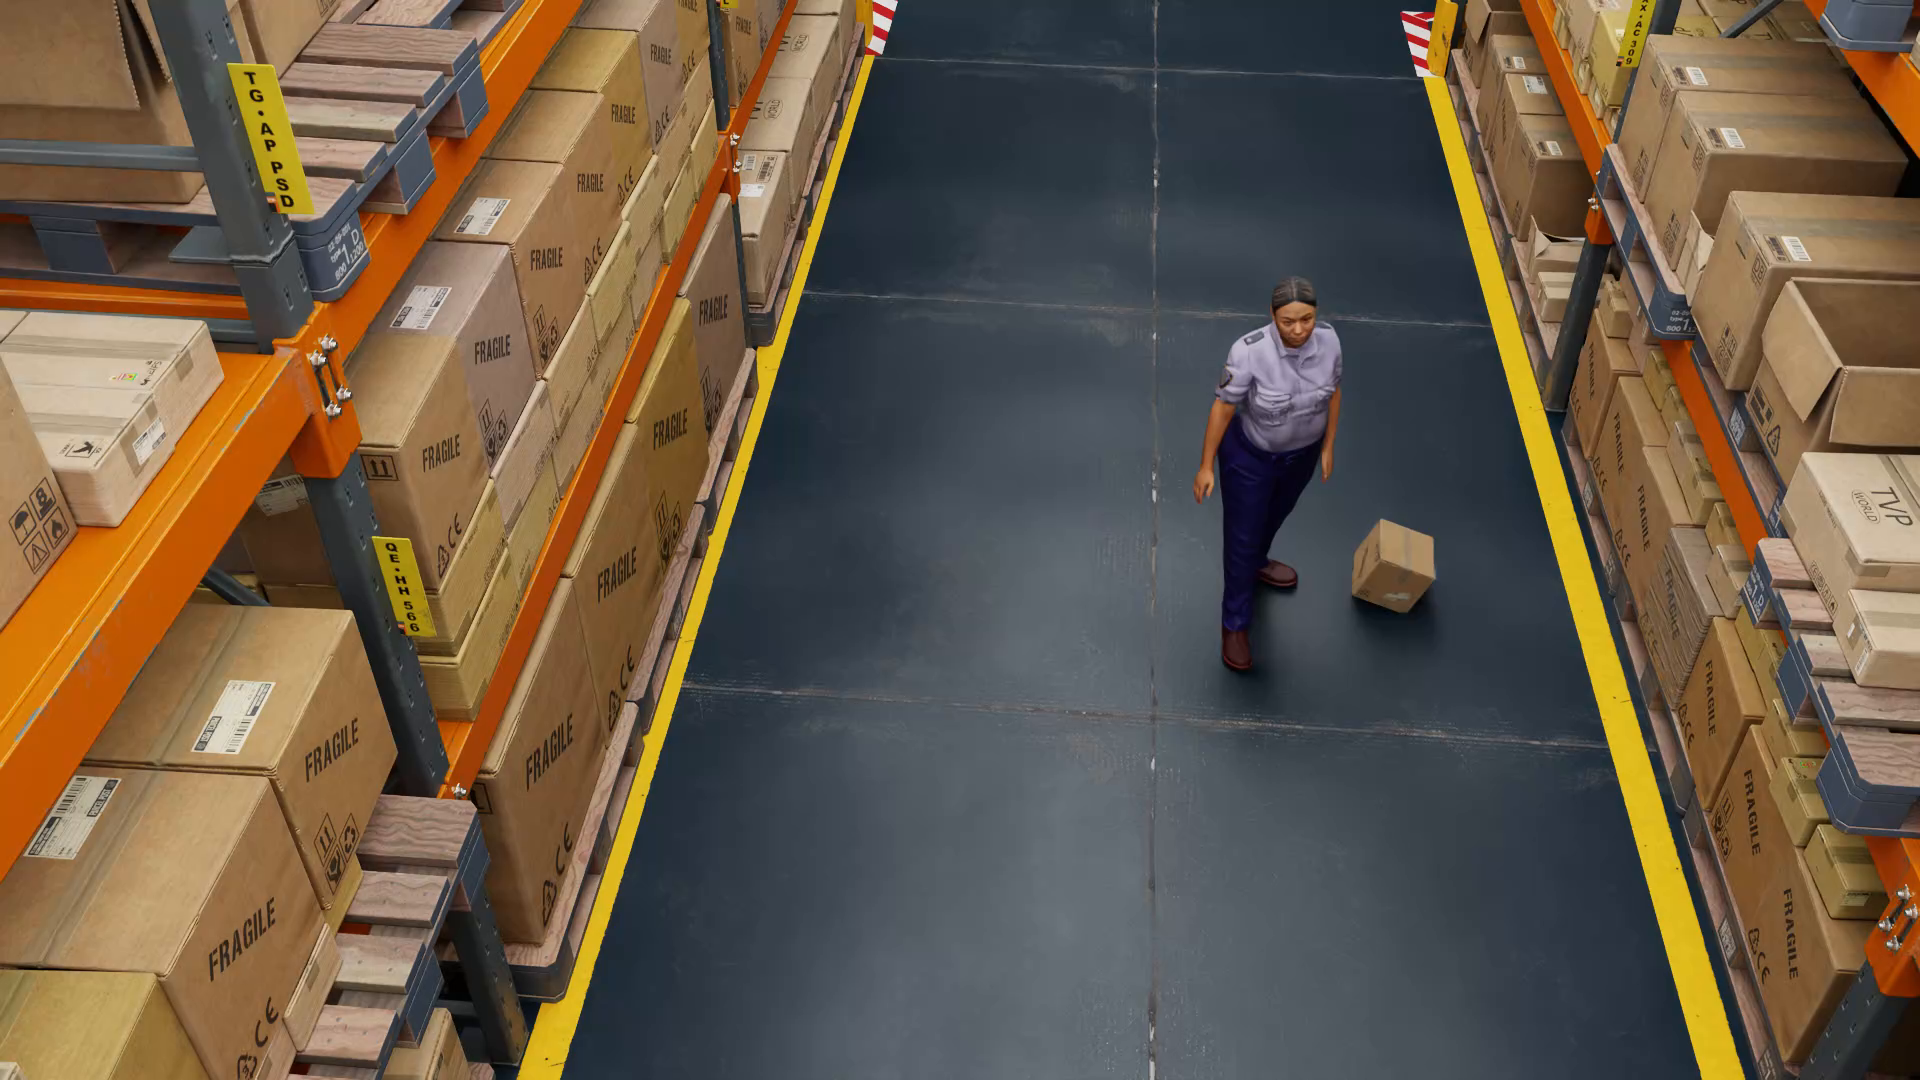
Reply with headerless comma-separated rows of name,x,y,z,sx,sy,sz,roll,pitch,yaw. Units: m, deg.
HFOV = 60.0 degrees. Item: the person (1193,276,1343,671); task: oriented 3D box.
person,1.213,-0.306,6.512,0.625,1.633,0.617,-15,43,-17
